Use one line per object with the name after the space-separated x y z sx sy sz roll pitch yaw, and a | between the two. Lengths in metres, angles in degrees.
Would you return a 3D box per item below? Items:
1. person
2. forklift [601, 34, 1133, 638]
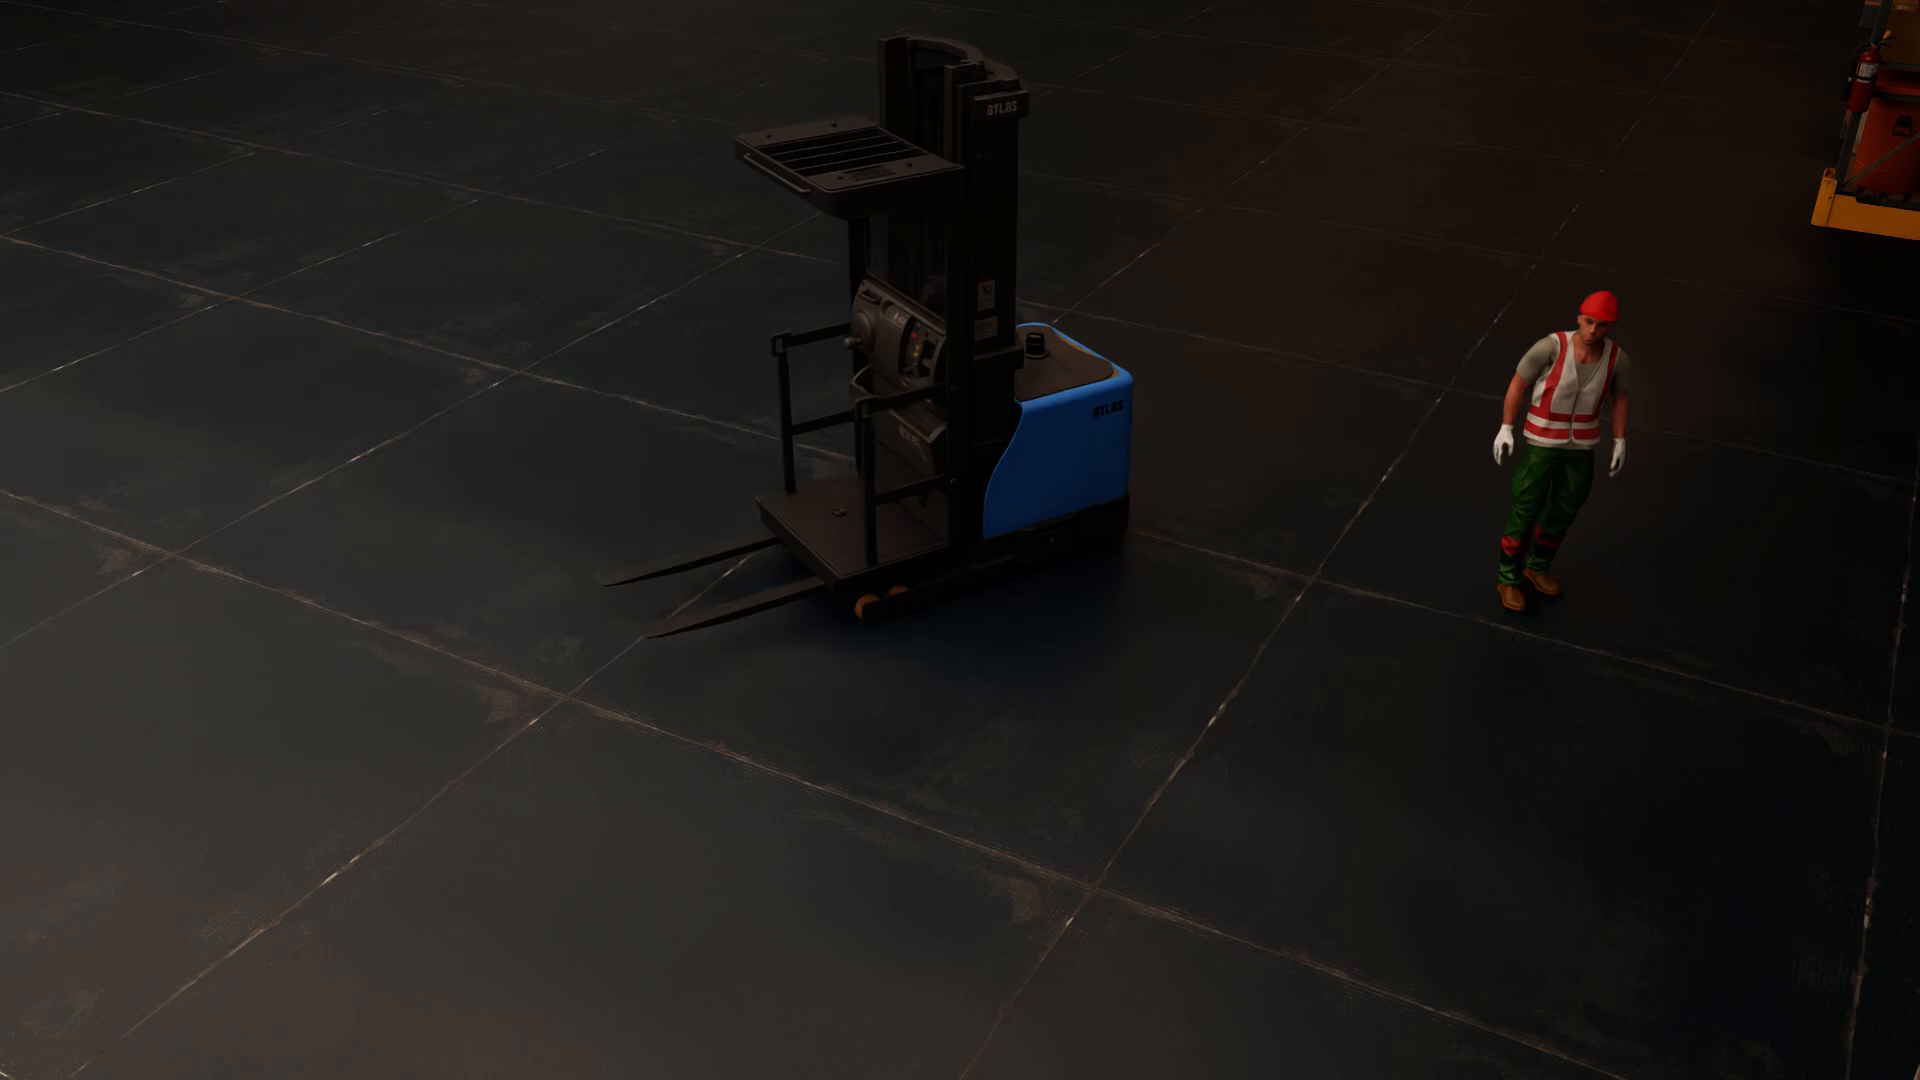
3.287 -0.484 9.053 0.713 1.789 0.535 0 30 -1 | person
-0.518 -1.105 8.985 3.031 2.935 1.130 -17 34 -27 | forklift
